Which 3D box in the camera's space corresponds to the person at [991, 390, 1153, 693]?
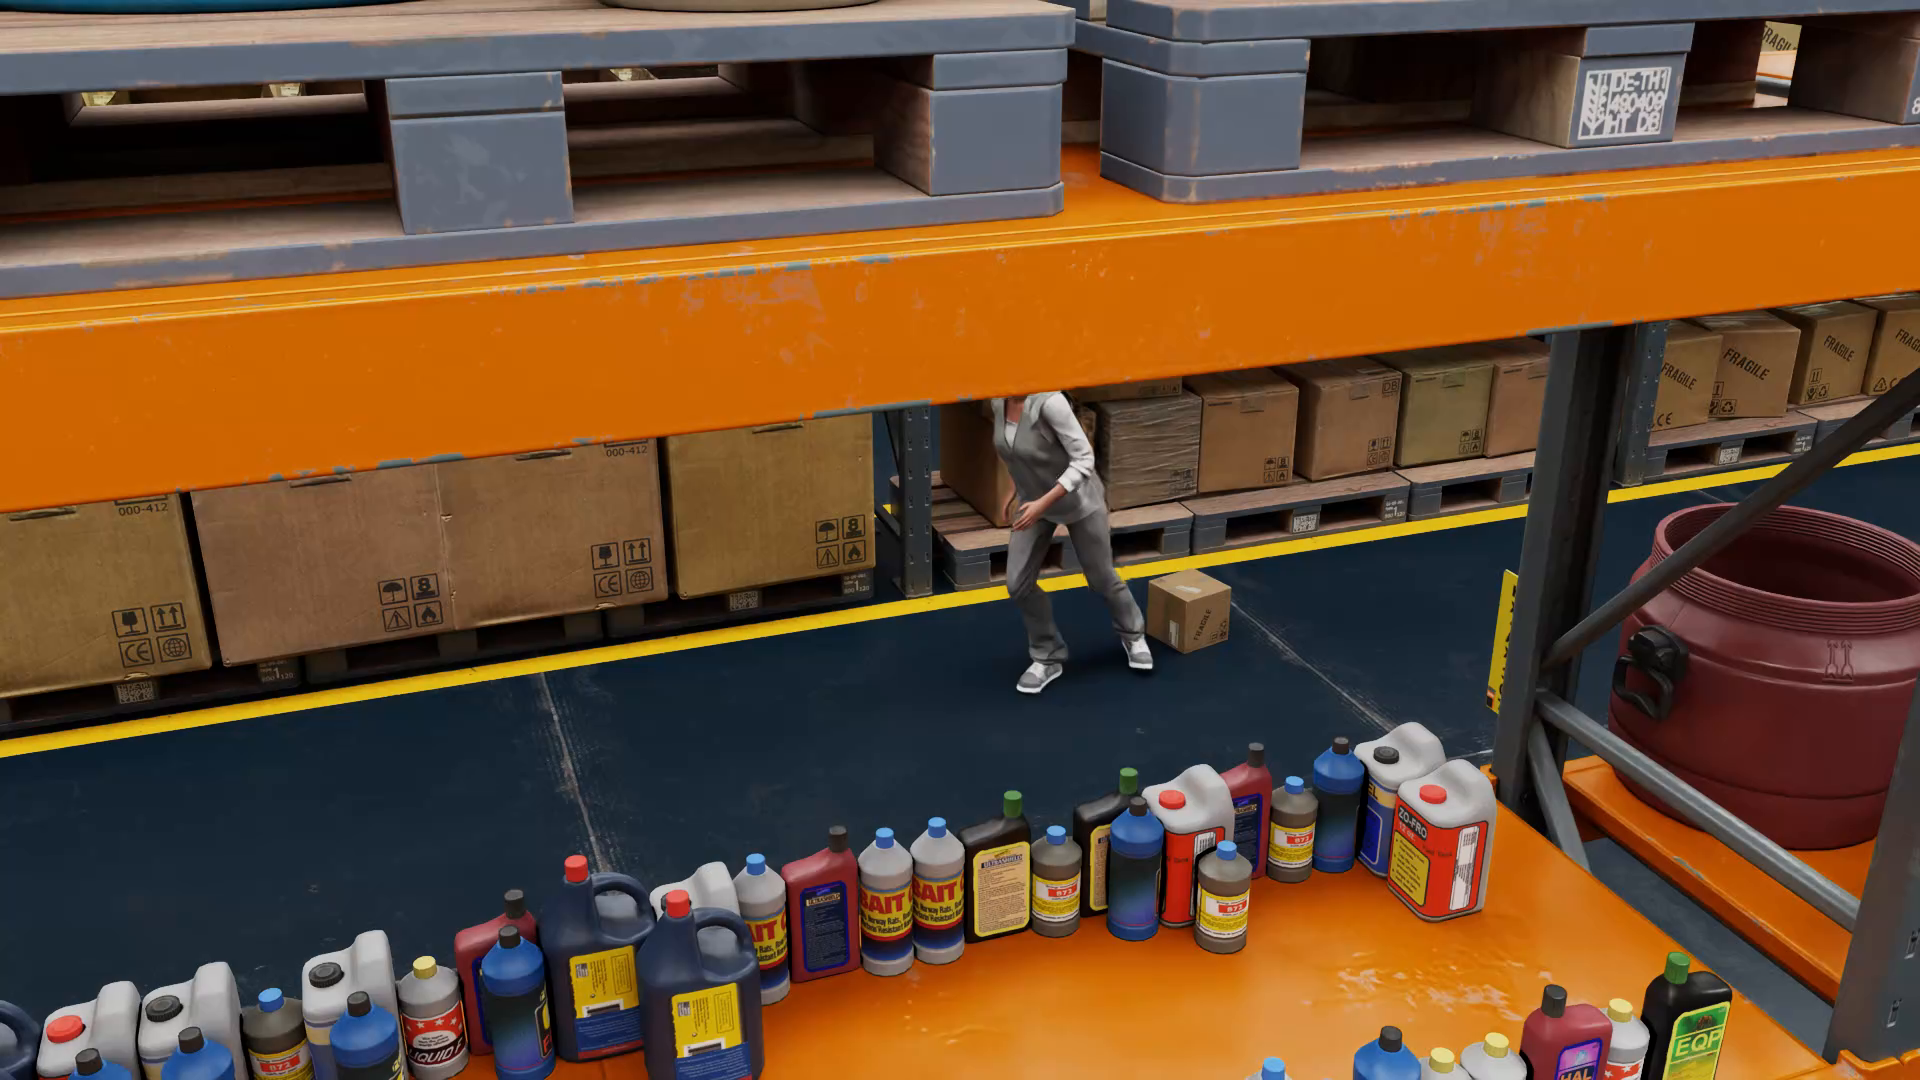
[{"bbox_3d":[0.409,-0.115,6.500,0.569,1.503,0.794,18,29,36],"label":"person"}]
